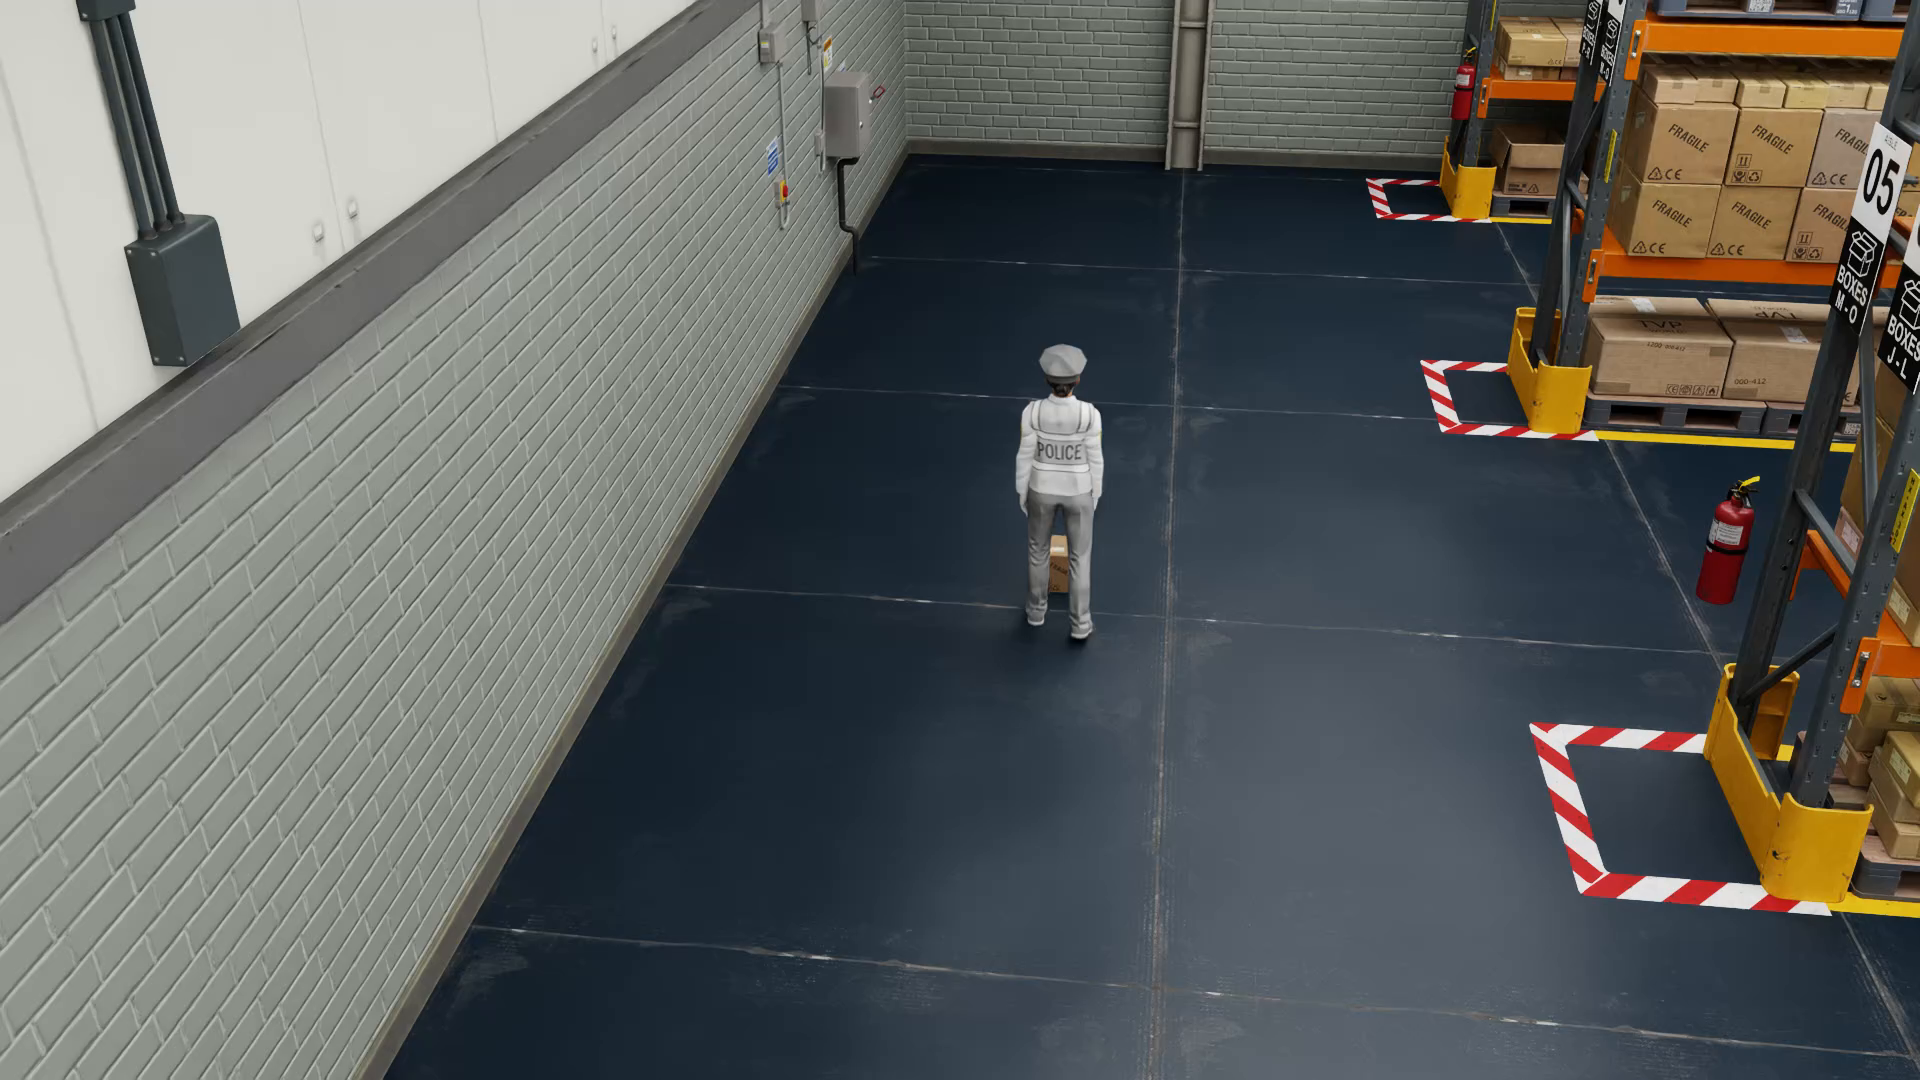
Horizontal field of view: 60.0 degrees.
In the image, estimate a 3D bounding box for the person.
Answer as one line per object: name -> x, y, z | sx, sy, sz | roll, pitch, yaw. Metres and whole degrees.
person -> 0.539, -0.254, 9.095 | 0.469, 1.706, 0.376 | 4, 29, 8
